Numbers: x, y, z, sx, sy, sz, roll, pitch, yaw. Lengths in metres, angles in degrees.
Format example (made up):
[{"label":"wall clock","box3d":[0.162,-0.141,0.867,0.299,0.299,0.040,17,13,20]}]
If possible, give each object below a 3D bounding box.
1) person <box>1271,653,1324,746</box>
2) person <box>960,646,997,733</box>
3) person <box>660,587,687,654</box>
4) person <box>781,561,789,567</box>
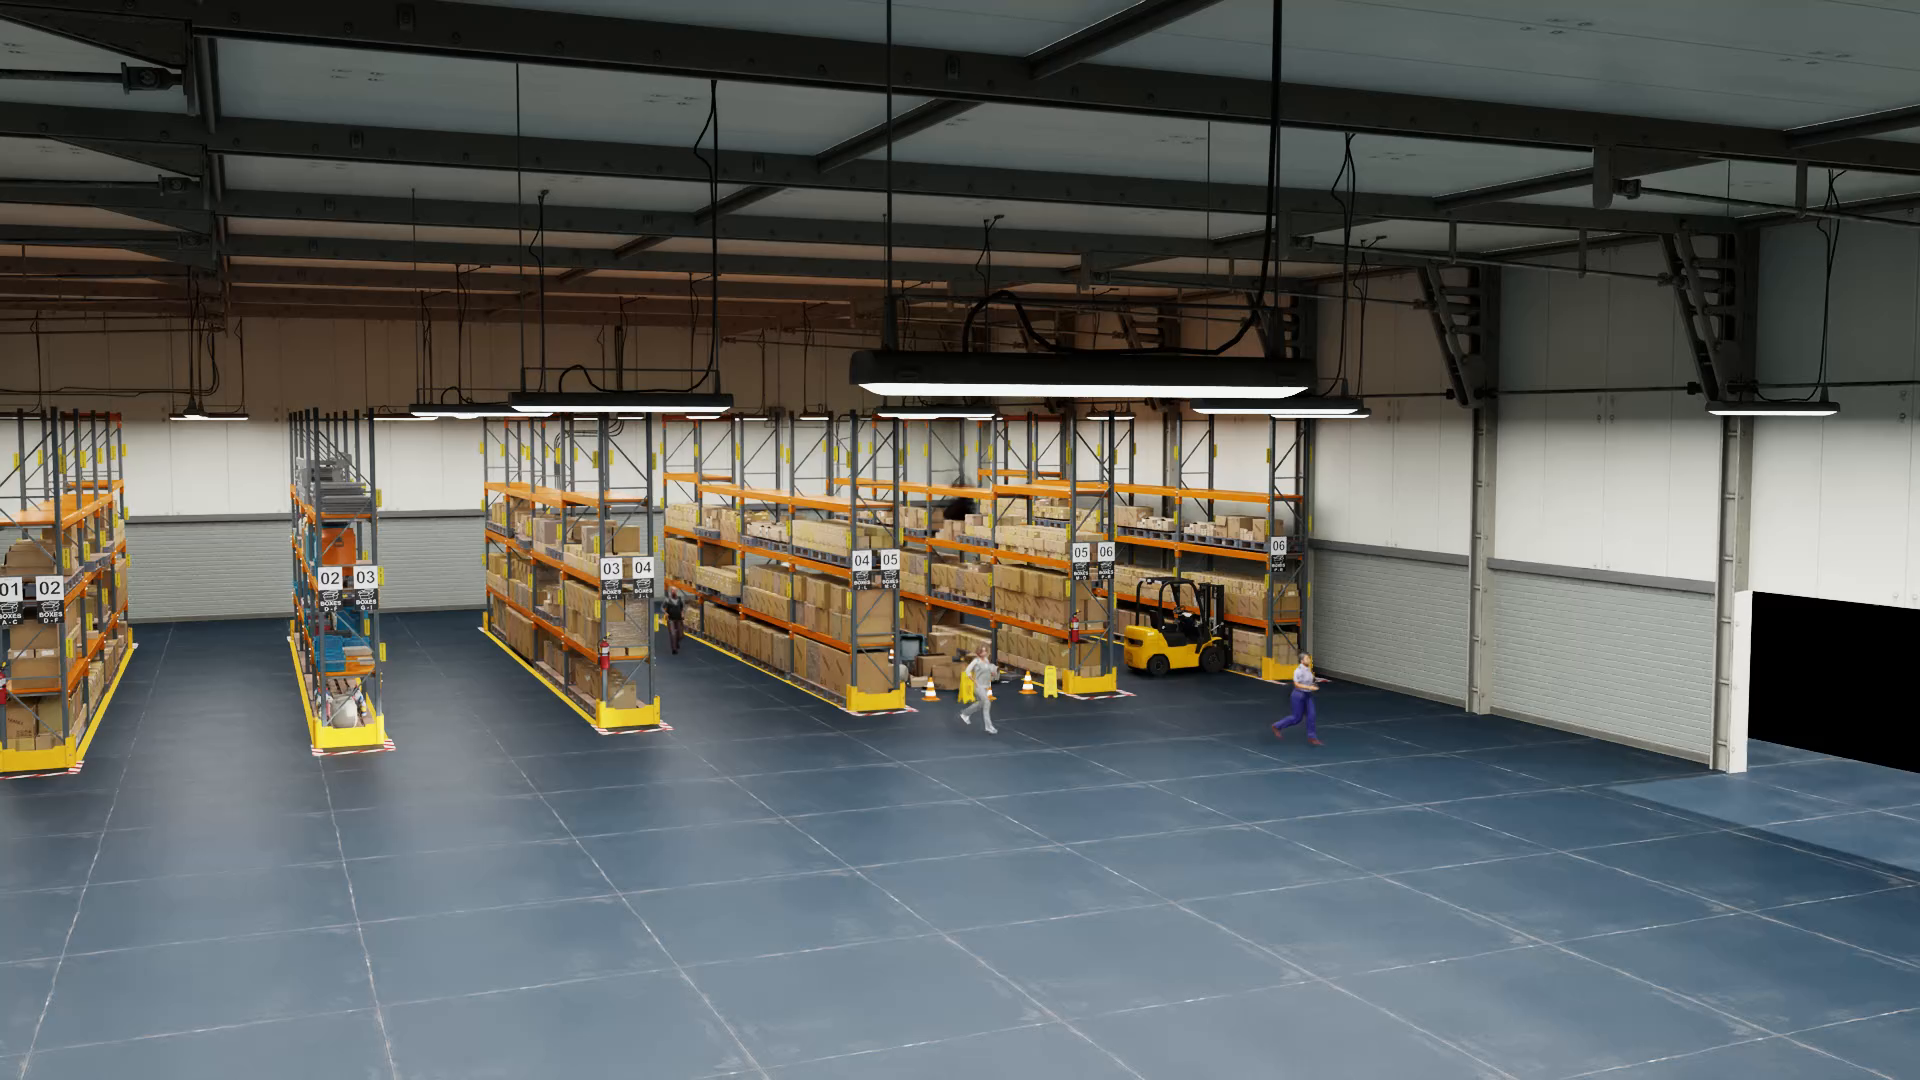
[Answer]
[{"label":"person","box3d":[6.060,2.833,29.702,0.914,1.655,0.615,2,5,31]},{"label":"person","box3d":[0.366,2.763,30.987,0.815,1.594,0.526,3,5,34]},{"label":"person","box3d":[-7.112,1.990,41.356,0.660,1.674,0.626,-1,4,-20]},{"label":"person","box3d":[-5.371,1.315,50.695,0.771,1.749,0.729,-2,4,-26]}]
